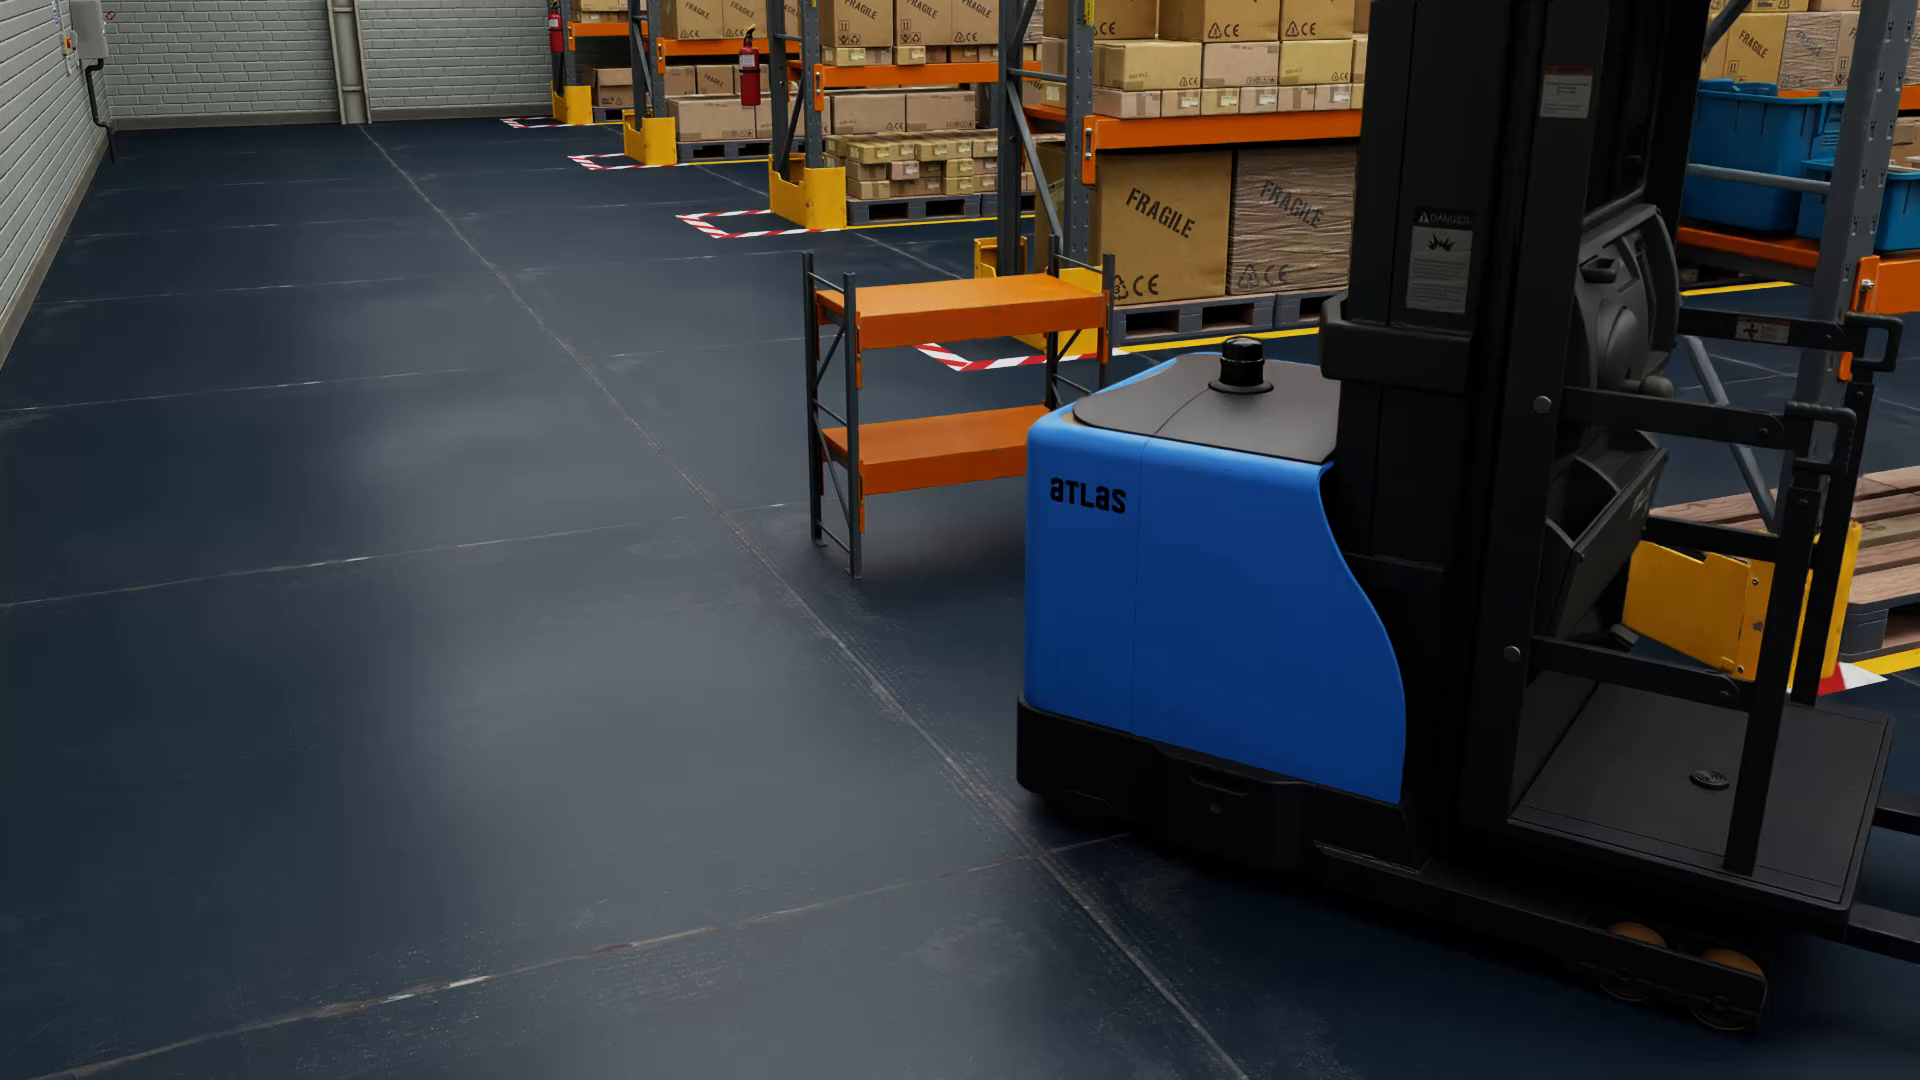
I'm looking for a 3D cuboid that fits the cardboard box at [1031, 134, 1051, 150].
[{"bbox_3d":[0.617,-3.524,14.777,0.250,0.149,0.380,-8,21,-22],"label":"cardboard box"}]

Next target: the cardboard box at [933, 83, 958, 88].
[{"bbox_3d":[-0.264,-6.870,24.648,0.500,0.500,0.500,-9,21,-24],"label":"cardboard box"}]

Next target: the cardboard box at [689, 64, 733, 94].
[{"bbox_3d":[-3.490,-6.403,23.321,0.500,0.500,0.500,-8,21,-21],"label":"cardboard box"}]

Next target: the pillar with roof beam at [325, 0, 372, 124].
[{"bbox_3d":[-6.542,-8.629,17.481,0.400,9.000,9.100,-8,21,-22],"label":"pillar with roof beam"}]

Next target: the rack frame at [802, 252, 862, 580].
[{"bbox_3d":[-0.473,-0.463,6.143,0.032,1.125,0.500,-8,21,-22],"label":"rack frame"}]

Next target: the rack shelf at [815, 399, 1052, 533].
[{"bbox_3d":[-0.006,-0.299,6.414,1.000,0.278,0.538,-8,21,-22],"label":"rack shelf"}]

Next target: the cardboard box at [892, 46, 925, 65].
[{"bbox_3d":[-0.479,-4.072,13.949,0.250,0.149,0.380,-9,21,-23],"label":"cardboard box"}]

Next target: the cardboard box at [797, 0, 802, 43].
[{"bbox_3d":[-1.081,-4.508,14.210,0.500,0.500,0.500,-8,21,-21],"label":"cardboard box"}]

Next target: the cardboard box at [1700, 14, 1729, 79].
[{"bbox_3d":[4.674,-3.215,10.985,0.500,0.500,0.500,-8,21,-22],"label":"cardboard box"}]

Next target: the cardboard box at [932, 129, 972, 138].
[{"bbox_3d":[-0.078,-3.619,15.049,0.250,0.149,0.380,-7,21,-20],"label":"cardboard box"}]

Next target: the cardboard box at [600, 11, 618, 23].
[{"bbox_3d":[-4.789,-7.081,22.494,0.250,0.149,0.380,-8,21,-21],"label":"cardboard box"}]

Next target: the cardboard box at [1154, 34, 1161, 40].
[{"bbox_3d":[1.286,-2.938,10.127,0.500,0.250,0.500,-9,21,-23],"label":"cardboard box"}]

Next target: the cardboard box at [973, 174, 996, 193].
[{"bbox_3d":[0.124,-3.165,14.653,0.250,0.149,0.380,-8,21,-22],"label":"cardboard box"}]

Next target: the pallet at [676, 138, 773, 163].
[{"bbox_3d":[-2.742,-4.493,18.964,1.213,0.211,1.003,-8,21,-22],"label":"pallet"}]

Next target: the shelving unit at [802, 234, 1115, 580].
[{"bbox_3d":[-0.006,-0.530,6.333,1.048,1.125,0.538,-8,21,-22],"label":"shelving unit"}]

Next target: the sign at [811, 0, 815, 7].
[{"bbox_3d":[-1.177,-4.426,13.272,0.005,0.325,0.100,-8,21,-22],"label":"sign"}]

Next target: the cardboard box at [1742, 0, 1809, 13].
[{"bbox_3d":[5.371,-3.877,11.355,0.637,0.503,0.797,-8,21,-21],"label":"cardboard box"}]

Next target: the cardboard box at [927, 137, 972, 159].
[{"bbox_3d":[-0.093,-3.407,14.447,0.250,0.149,0.380,-9,21,-25],"label":"cardboard box"}]

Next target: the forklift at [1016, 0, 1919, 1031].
[{"bbox_3d":[1.670,-0.538,3.636,3.031,2.935,1.130,12,23,31],"label":"forklift"}]

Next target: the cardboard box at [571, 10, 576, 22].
[{"bbox_3d":[-5.217,-7.199,22.830,0.250,0.149,0.380,-8,21,-23],"label":"cardboard box"}]

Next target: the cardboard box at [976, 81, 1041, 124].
[{"bbox_3d":[0.765,-5.507,20.213,0.875,0.875,0.875,-7,21,-20],"label":"cardboard box"}]

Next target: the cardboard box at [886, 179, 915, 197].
[{"bbox_3d":[-0.576,-3.067,14.376,0.250,0.149,0.380,-8,21,-22],"label":"cardboard box"}]

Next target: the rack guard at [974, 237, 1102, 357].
[{"bbox_3d":[0.458,-1.475,9.958,0.348,0.500,1.175,-8,21,-22],"label":"rack guard"}]

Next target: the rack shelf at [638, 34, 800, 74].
[{"bbox_3d":[-1.609,-5.603,19.002,4.000,0.370,1.077,-8,21,-22],"label":"rack shelf"}]

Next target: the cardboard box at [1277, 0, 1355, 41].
[{"bbox_3d":[1.960,-3.197,9.734,0.500,0.500,0.500,-9,21,-23],"label":"cardboard box"}]

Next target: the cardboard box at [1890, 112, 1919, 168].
[{"bbox_3d":[6.362,-2.706,12.258,0.875,0.875,1.225,-8,21,-22],"label":"cardboard box"}]

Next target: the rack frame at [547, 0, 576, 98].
[{"bbox_3d":[-5.415,-7.192,22.432,0.127,3.000,1.000,-8,21,-22],"label":"rack frame"}]

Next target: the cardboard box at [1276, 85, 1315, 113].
[{"bbox_3d":[1.880,-2.620,9.826,0.250,0.149,0.380,-9,21,-23],"label":"cardboard box"}]

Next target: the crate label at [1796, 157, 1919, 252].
[{"bbox_3d":[2.799,-1.028,5.087,0.303,0.233,0.416,-8,21,-22],"label":"crate label"}]

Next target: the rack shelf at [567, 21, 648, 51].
[{"bbox_3d":[-3.578,-7.116,23.299,4.000,0.370,1.077,-8,21,-22],"label":"rack shelf"}]

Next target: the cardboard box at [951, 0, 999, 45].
[{"bbox_3d":[0.066,-4.484,14.142,0.500,0.500,0.500,-8,21,-21],"label":"cardboard box"}]

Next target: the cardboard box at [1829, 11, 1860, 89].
[{"bbox_3d":[6.068,-3.416,11.558,0.500,0.500,0.500,-8,21,-21],"label":"cardboard box"}]

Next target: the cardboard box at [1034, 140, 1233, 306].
[{"bbox_3d":[1.036,-1.962,10.143,0.875,0.875,0.875,-8,21,-22],"label":"cardboard box"}]

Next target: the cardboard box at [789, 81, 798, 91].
[{"bbox_3d":[-2.465,-6.417,23.715,0.258,0.266,0.396,-7,21,-20],"label":"cardboard box"}]

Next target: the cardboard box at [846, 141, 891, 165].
[{"bbox_3d":[-0.776,-3.282,14.092,0.250,0.149,0.380,-9,21,-24],"label":"cardboard box"}]

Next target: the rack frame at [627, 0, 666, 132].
[{"bbox_3d":[-3.445,-5.679,18.135,0.127,3.000,1.000,-8,21,-22],"label":"rack frame"}]

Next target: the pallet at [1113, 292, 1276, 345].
[{"bbox_3d":[1.183,-1.471,10.382,1.213,0.211,1.003,-8,21,-22],"label":"pallet"}]

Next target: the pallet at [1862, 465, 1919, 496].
[{"bbox_3d":[4.333,-0.087,6.452,1.213,0.211,1.003,-8,21,-22],"label":"pallet"}]

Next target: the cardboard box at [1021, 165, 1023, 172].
[{"bbox_3d":[0.372,-3.358,14.755,0.250,0.149,0.380,-7,21,-19],"label":"cardboard box"}]

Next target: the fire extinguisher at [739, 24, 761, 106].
[{"bbox_3d":[-1.806,-4.078,14.266,0.183,0.674,0.296,-8,21,-22],"label":"fire extinguisher"}]

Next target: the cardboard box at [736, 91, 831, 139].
[{"bbox_3d":[-2.042,-4.909,19.173,0.875,0.438,0.875,-8,21,-20],"label":"cardboard box"}]

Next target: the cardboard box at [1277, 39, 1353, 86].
[{"bbox_3d":[1.965,-2.843,9.857,0.500,0.250,0.500,-9,21,-24],"label":"cardboard box"}]

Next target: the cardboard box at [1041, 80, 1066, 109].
[{"bbox_3d":[0.677,-2.686,10.012,0.250,0.149,0.380,-8,21,-21],"label":"cardboard box"}]

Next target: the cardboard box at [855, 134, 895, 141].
[{"bbox_3d":[-0.752,-3.479,14.652,0.250,0.149,0.380,-8,21,-21],"label":"cardboard box"}]

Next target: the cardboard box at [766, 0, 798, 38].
[{"bbox_3d":[-1.963,-5.838,18.436,0.500,0.500,0.500,-8,21,-22],"label":"cardboard box"}]

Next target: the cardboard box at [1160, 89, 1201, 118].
[{"bbox_3d":[1.172,-2.519,9.538,0.250,0.149,0.380,-8,21,-23],"label":"cardboard box"}]

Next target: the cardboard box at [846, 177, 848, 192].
[{"bbox_3d":[-0.991,-3.169,14.666,0.250,0.149,0.380,-8,21,-21],"label":"cardboard box"}]

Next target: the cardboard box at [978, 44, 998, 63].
[{"bbox_3d":[0.201,-4.200,14.313,0.250,0.149,0.380,-9,21,-23],"label":"cardboard box"}]

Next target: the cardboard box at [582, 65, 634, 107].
[{"bbox_3d":[-4.816,-6.264,22.924,0.637,0.503,0.797,-9,21,-24],"label":"cardboard box"}]

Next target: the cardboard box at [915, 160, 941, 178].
[{"bbox_3d":[-0.345,-3.245,14.435,0.250,0.149,0.380,-8,21,-21],"label":"cardboard box"}]

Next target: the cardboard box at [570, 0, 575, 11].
[{"bbox_3d":[-5.097,-7.403,22.810,0.500,0.250,0.500,-8,21,-20],"label":"cardboard box"}]

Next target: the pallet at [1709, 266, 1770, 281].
[{"bbox_3d":[5.954,-2.154,12.322,1.213,0.211,1.003,-8,21,-22],"label":"pallet"}]

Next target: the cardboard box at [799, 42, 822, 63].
[{"bbox_3d":[-1.204,-4.193,14.294,0.250,0.149,0.380,-8,21,-22],"label":"cardboard box"}]

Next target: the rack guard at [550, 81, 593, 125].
[{"bbox_3d":[-5.345,-6.023,22.876,0.348,0.500,1.175,-8,21,-22],"label":"rack guard"}]
